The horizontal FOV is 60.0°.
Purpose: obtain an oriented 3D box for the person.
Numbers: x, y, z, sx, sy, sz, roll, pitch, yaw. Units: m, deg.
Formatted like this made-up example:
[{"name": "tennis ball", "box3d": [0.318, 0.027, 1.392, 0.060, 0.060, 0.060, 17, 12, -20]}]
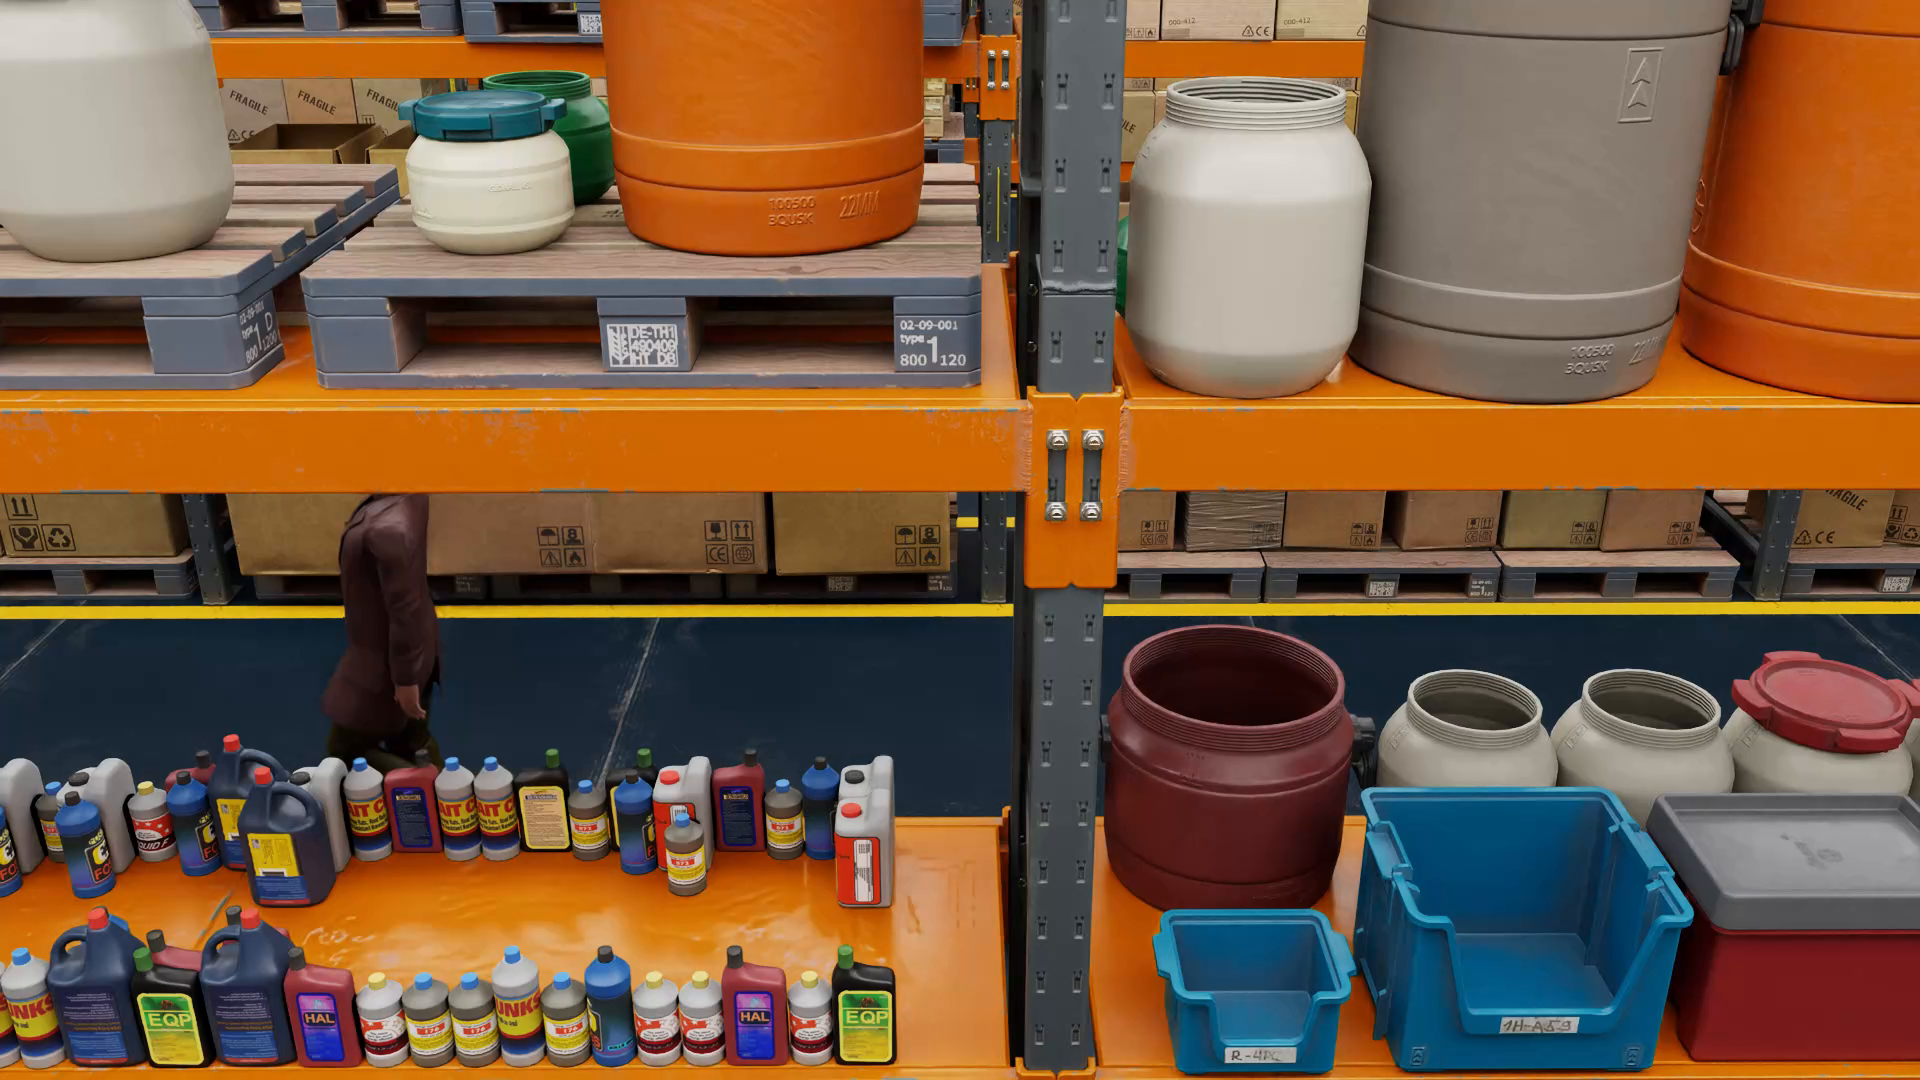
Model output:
[{"name": "person", "box3d": [-2.090, 0.422, 6.124, 0.511, 1.789, 0.590, -3, 24, -7]}]
